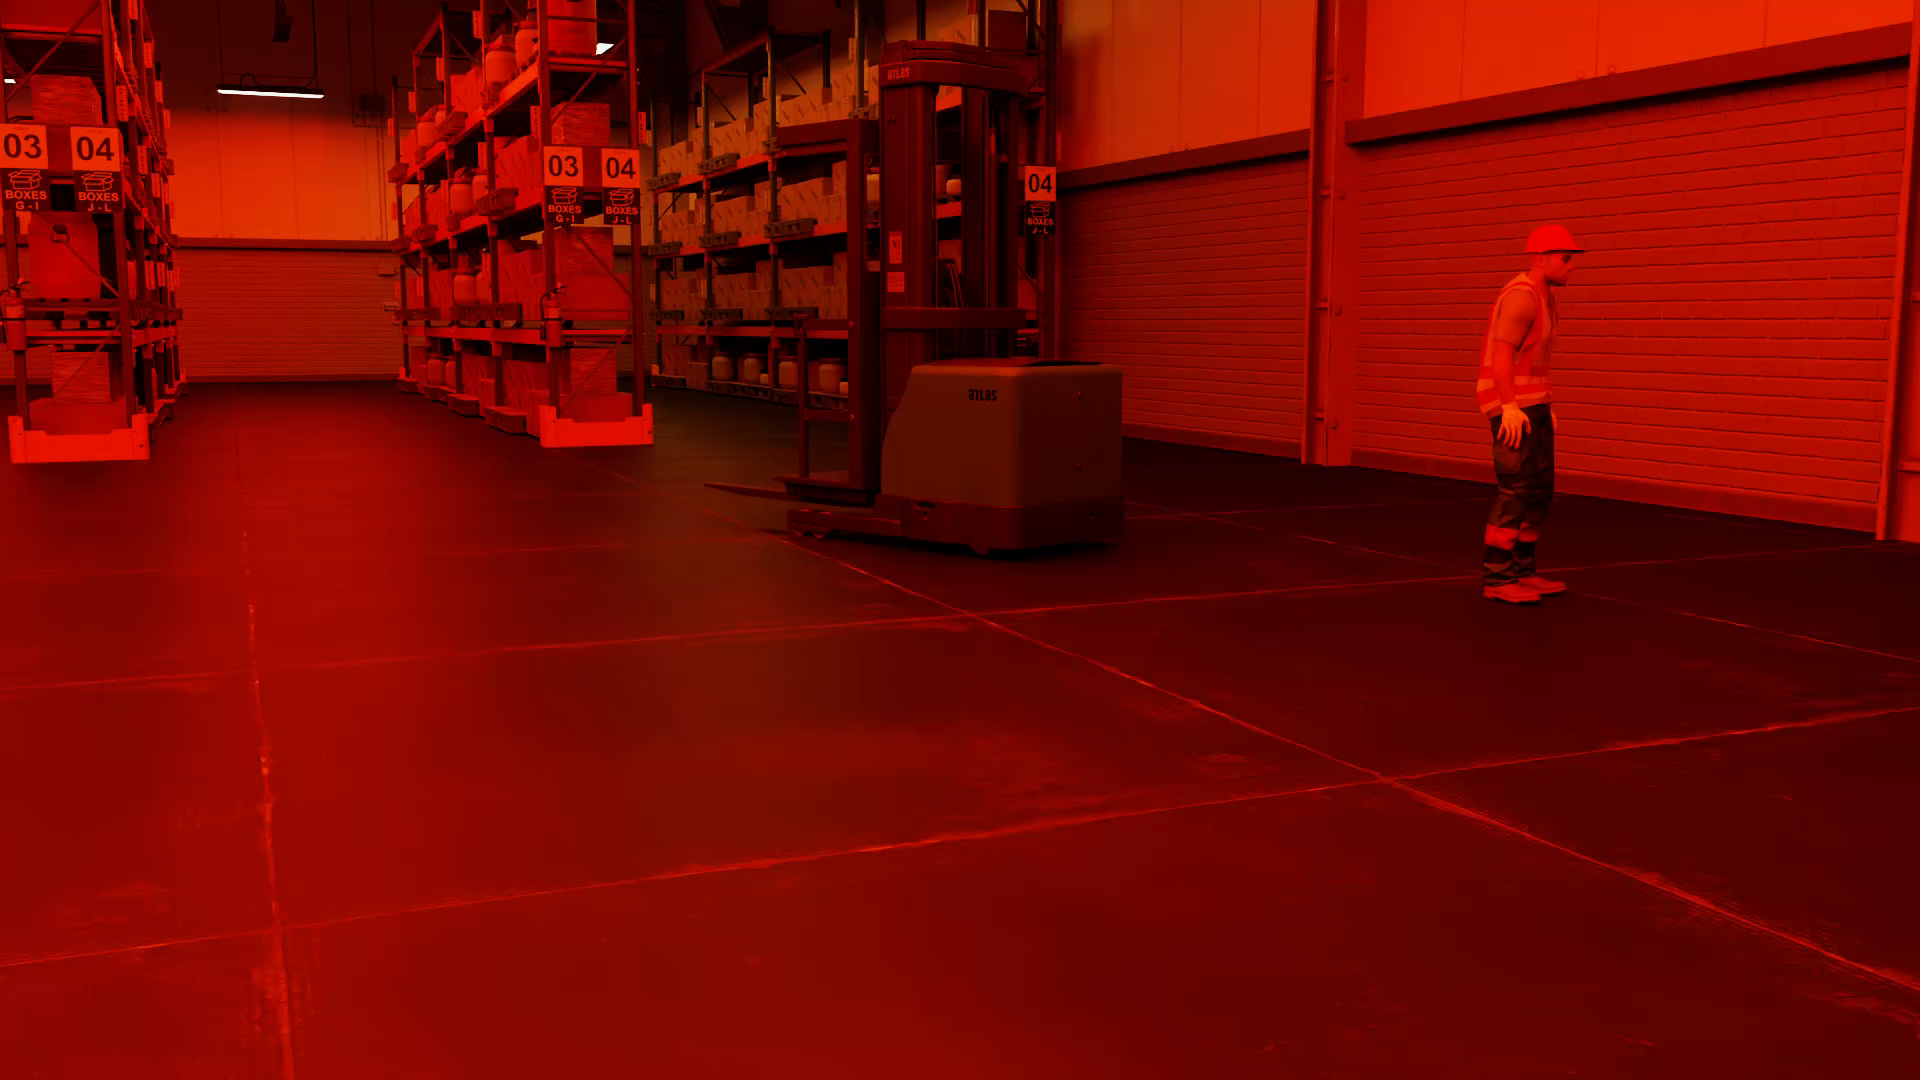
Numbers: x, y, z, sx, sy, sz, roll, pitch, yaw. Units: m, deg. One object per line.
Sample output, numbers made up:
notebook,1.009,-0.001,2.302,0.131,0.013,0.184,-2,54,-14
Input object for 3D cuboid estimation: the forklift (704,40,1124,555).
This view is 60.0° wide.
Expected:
forklift,-0.436,-1.509,10.383,3.031,2.935,1.130,7,10,44

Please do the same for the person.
person,2.725,-0.607,7.974,0.454,1.777,0.608,5,9,36
